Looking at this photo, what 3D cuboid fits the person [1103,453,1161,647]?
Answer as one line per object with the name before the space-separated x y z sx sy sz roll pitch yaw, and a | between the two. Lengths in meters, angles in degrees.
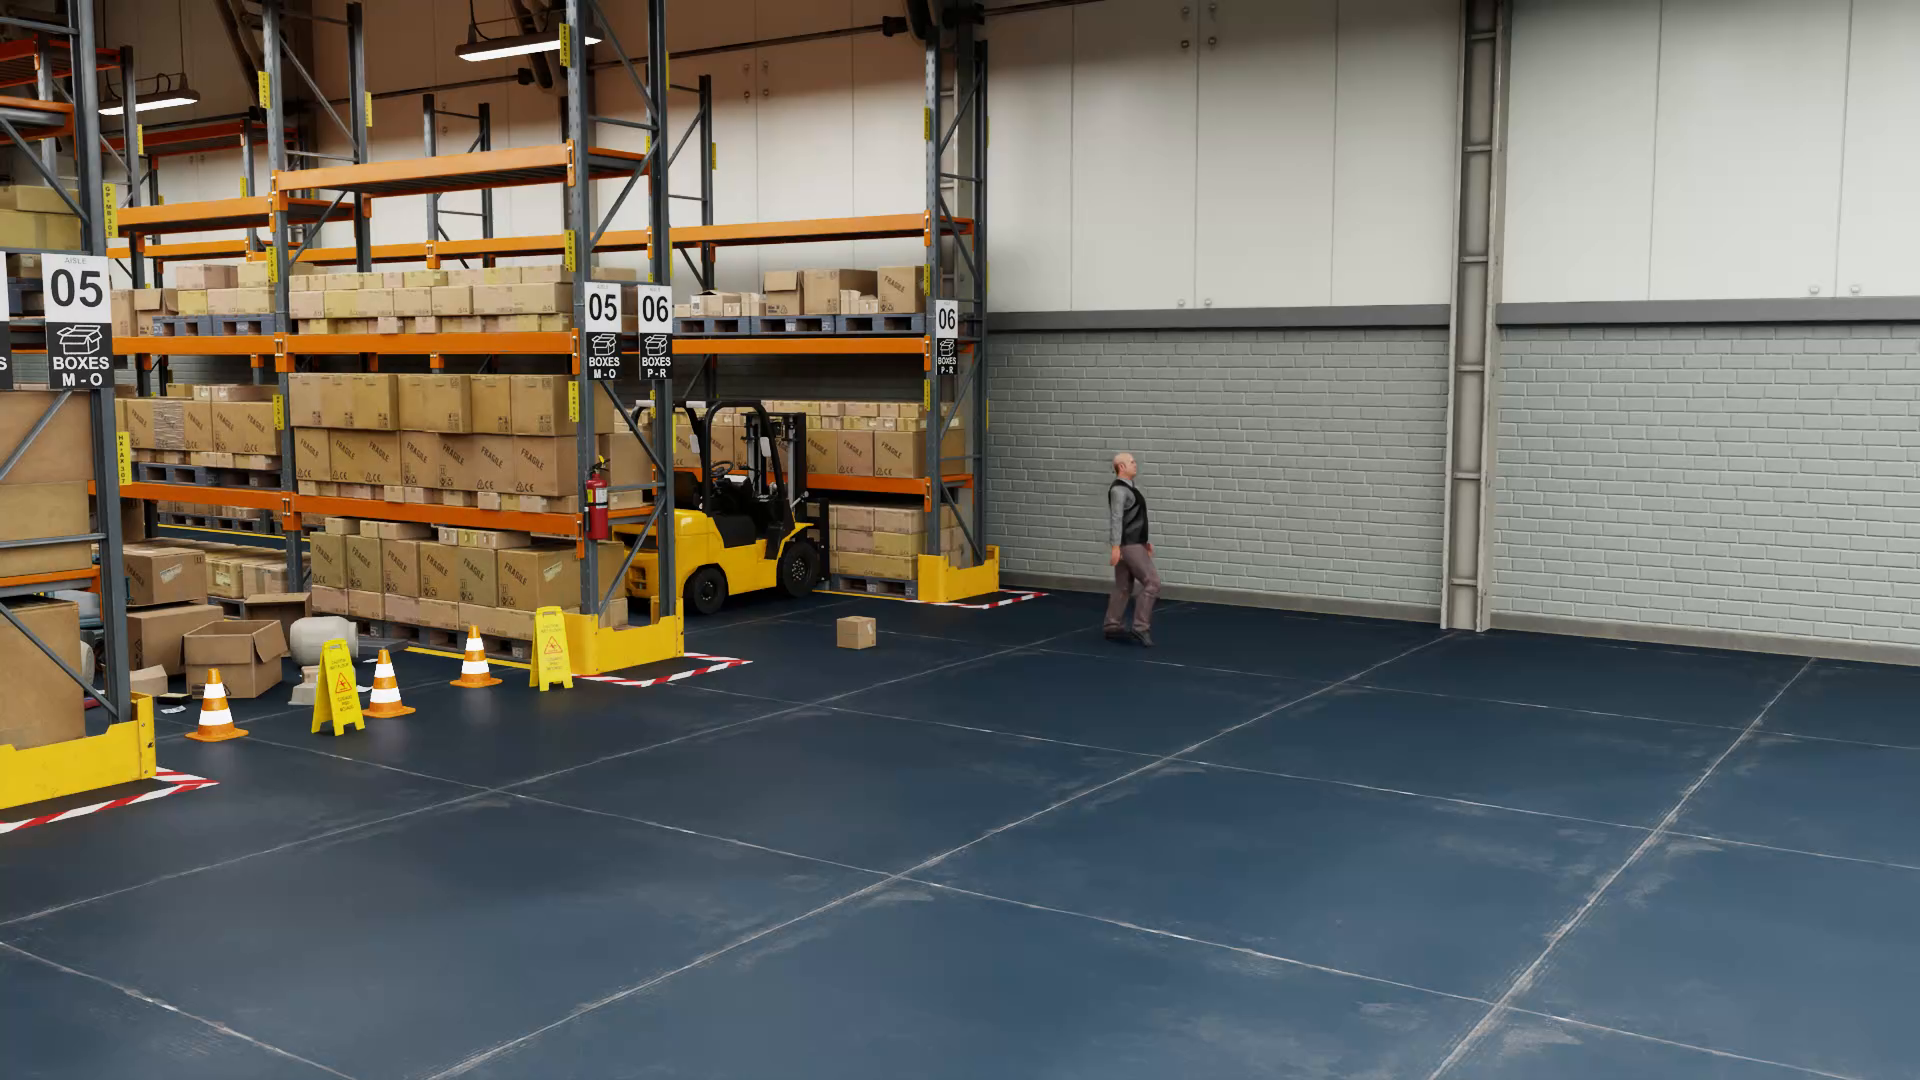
person | 1.569 0.096 15.126 0.525 1.780 0.540 1 6 5
